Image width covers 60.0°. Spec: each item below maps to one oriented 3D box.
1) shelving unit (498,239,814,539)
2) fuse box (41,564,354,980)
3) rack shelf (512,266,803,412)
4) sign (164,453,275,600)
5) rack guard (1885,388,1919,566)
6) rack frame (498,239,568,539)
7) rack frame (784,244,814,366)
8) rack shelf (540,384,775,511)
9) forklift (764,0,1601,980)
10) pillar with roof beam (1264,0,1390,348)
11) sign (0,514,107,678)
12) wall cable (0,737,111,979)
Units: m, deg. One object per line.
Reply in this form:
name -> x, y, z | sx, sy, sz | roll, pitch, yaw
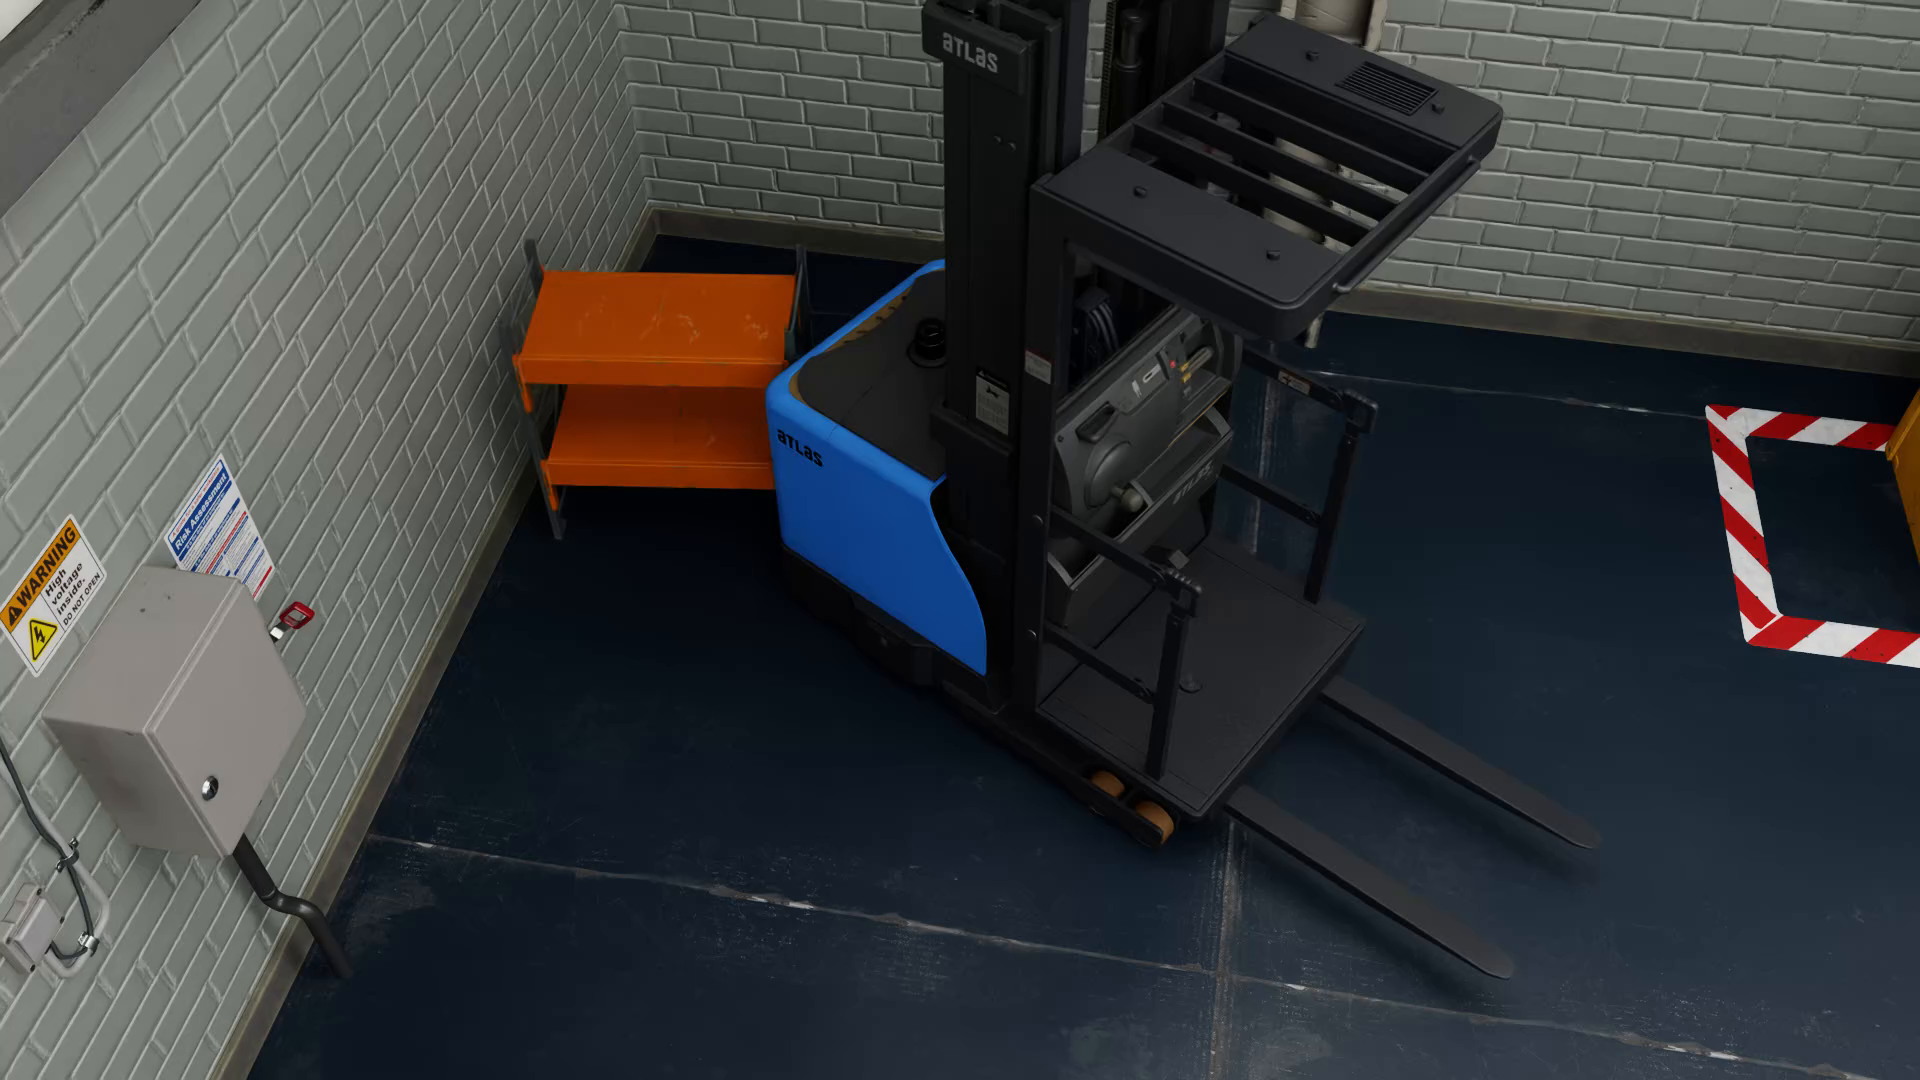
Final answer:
shelving unit -> -1.108, -0.554, 6.463 | 1.048, 1.125, 0.538 | 1, 48, 1
fuse box -> -1.983, 0.827, 4.828 | 0.414, 1.711, 0.539 | 8, 49, 7
rack shelf -> -1.108, -0.749, 6.246 | 1.000, 0.278, 0.538 | 1, 48, 1
sign -> -2.099, 0.040, 4.734 | 0.001, 0.494, 0.329 | 8, 49, 7
rack guard -> 4.006, -0.144, 6.516 | 0.348, 0.500, 1.175 | 8, 49, 7
rack frame -> -1.616, -0.564, 6.473 | 0.032, 1.125, 0.500 | 1, 48, 1
rack frame -> -0.600, -0.543, 6.454 | 0.032, 1.125, 0.500 | 1, 48, 1
rack shelf -> -1.108, -0.390, 6.645 | 1.000, 0.278, 0.538 | 1, 48, 1
forklift -> 0.758, -0.367, 5.082 | 3.031, 2.935, 1.130 | 32, 55, 25
pillar with roof beam -> 0.673, -0.860, 1.445 | 0.400, 9.000, 9.100 | 8, 49, 7
sign -> -2.197, 0.134, 4.030 | 0.001, 0.242, 0.339 | 8, 49, 7
wall cable -> -2.260, 0.536, 3.541 | 0.122, 1.984, 0.588 | 8, 49, 7
